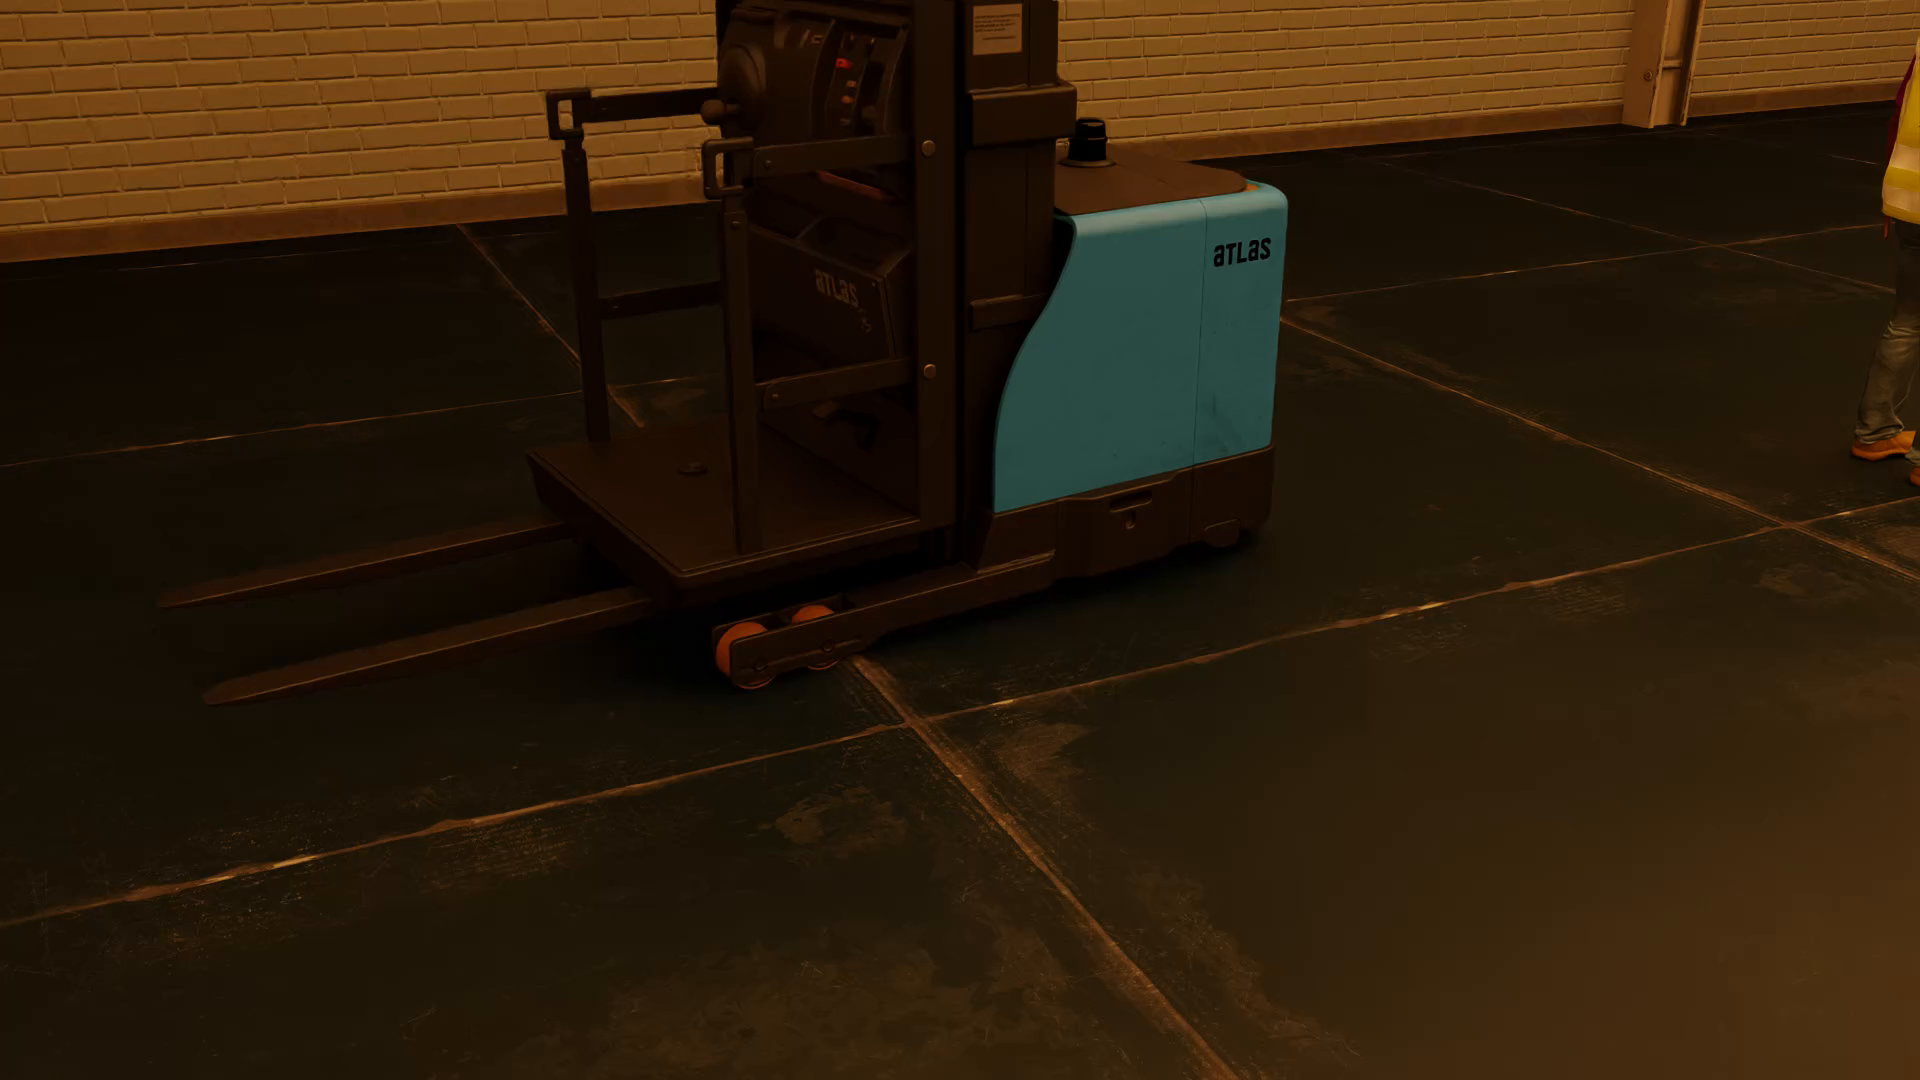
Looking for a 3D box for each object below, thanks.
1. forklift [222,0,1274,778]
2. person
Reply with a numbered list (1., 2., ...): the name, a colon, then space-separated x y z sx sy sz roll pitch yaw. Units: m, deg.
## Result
1. forklift: -0.413 -1.182 4.131 1.130 2.935 3.031 19 29 39
2. person: 3.269 -1.068 5.387 0.457 1.761 0.626 -4 23 -9
